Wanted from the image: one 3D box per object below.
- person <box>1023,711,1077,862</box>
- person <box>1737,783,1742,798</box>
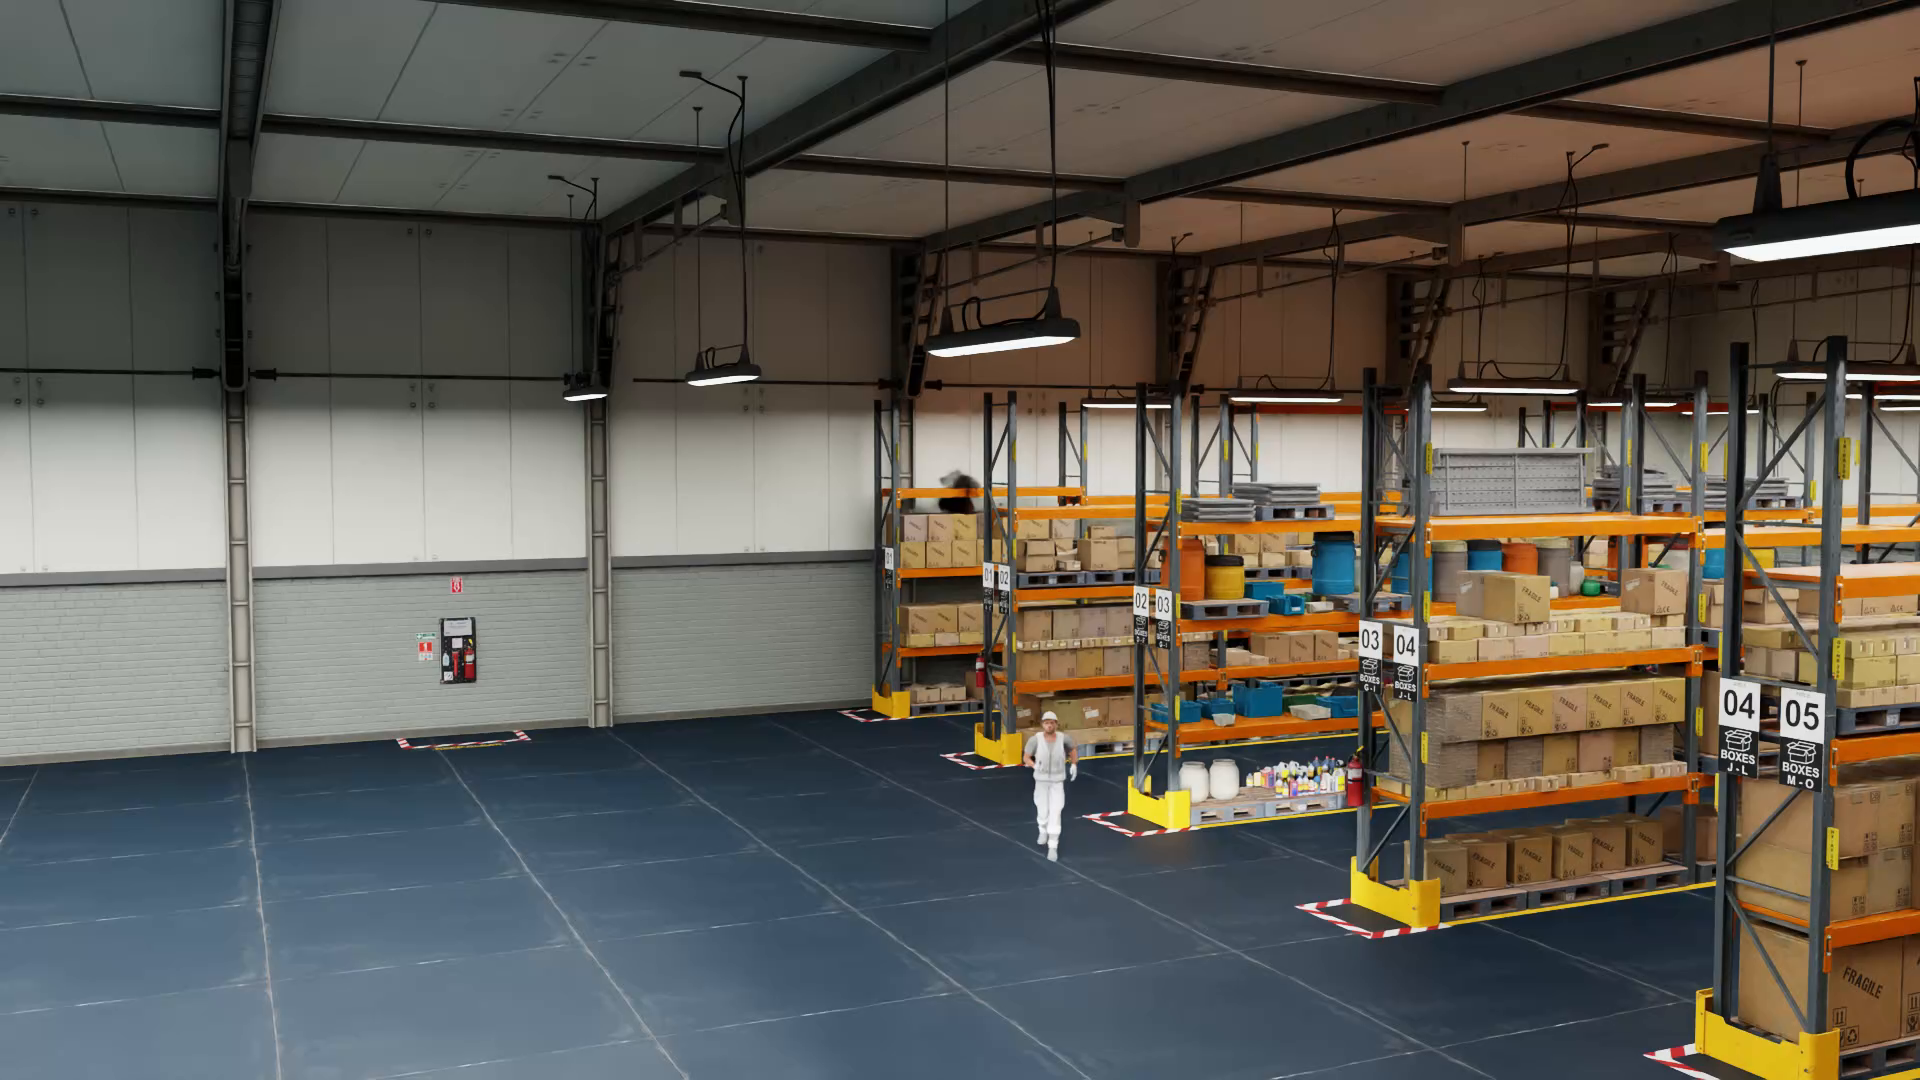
[{"bbox_3d":[1.133,3.044,20.915,0.682,1.809,0.882,0,3,4],"label":"person"},{"bbox_3d":[10.723,2.991,22.818,0.795,1.800,0.640,-1,4,-21],"label":"person"}]
